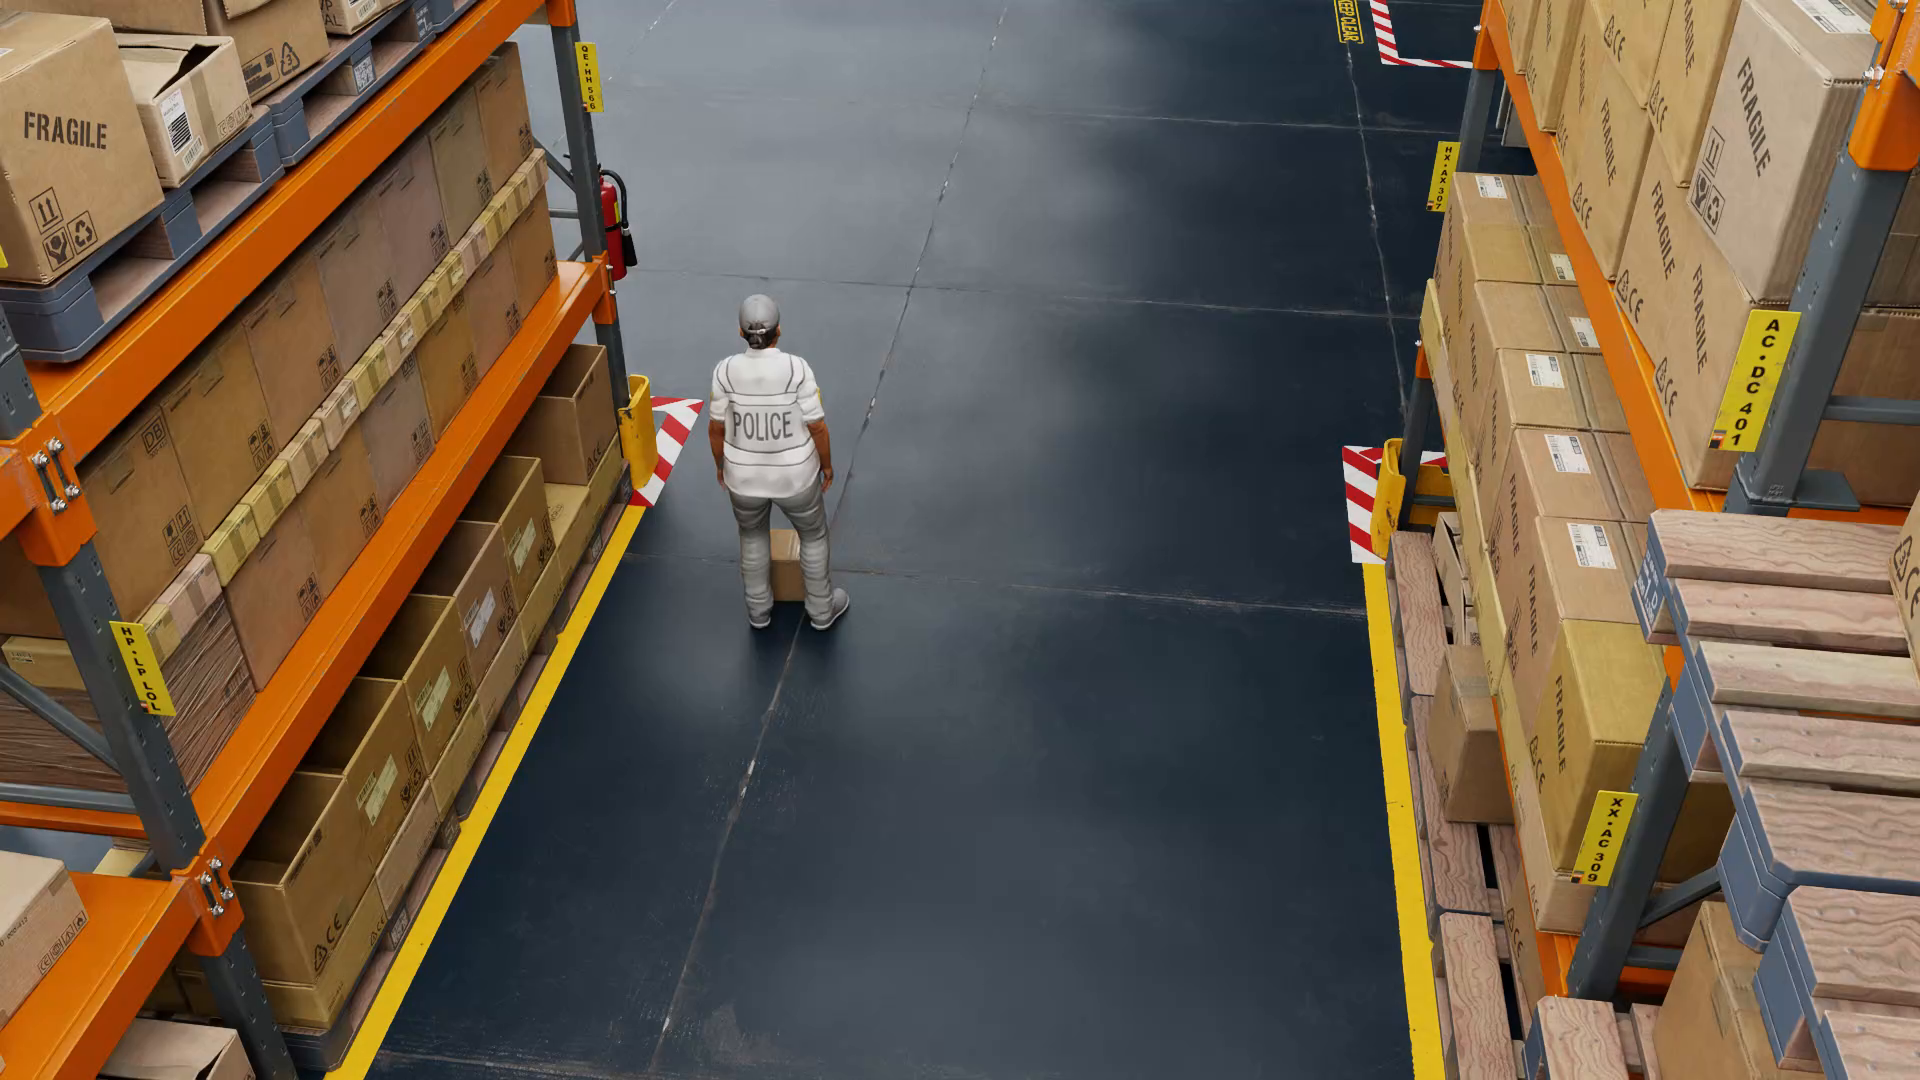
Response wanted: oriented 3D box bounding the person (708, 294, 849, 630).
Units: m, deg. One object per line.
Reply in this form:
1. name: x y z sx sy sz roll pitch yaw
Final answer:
1. person: -0.821 -0.319 7.465 0.564 1.667 0.463 2 36 3
